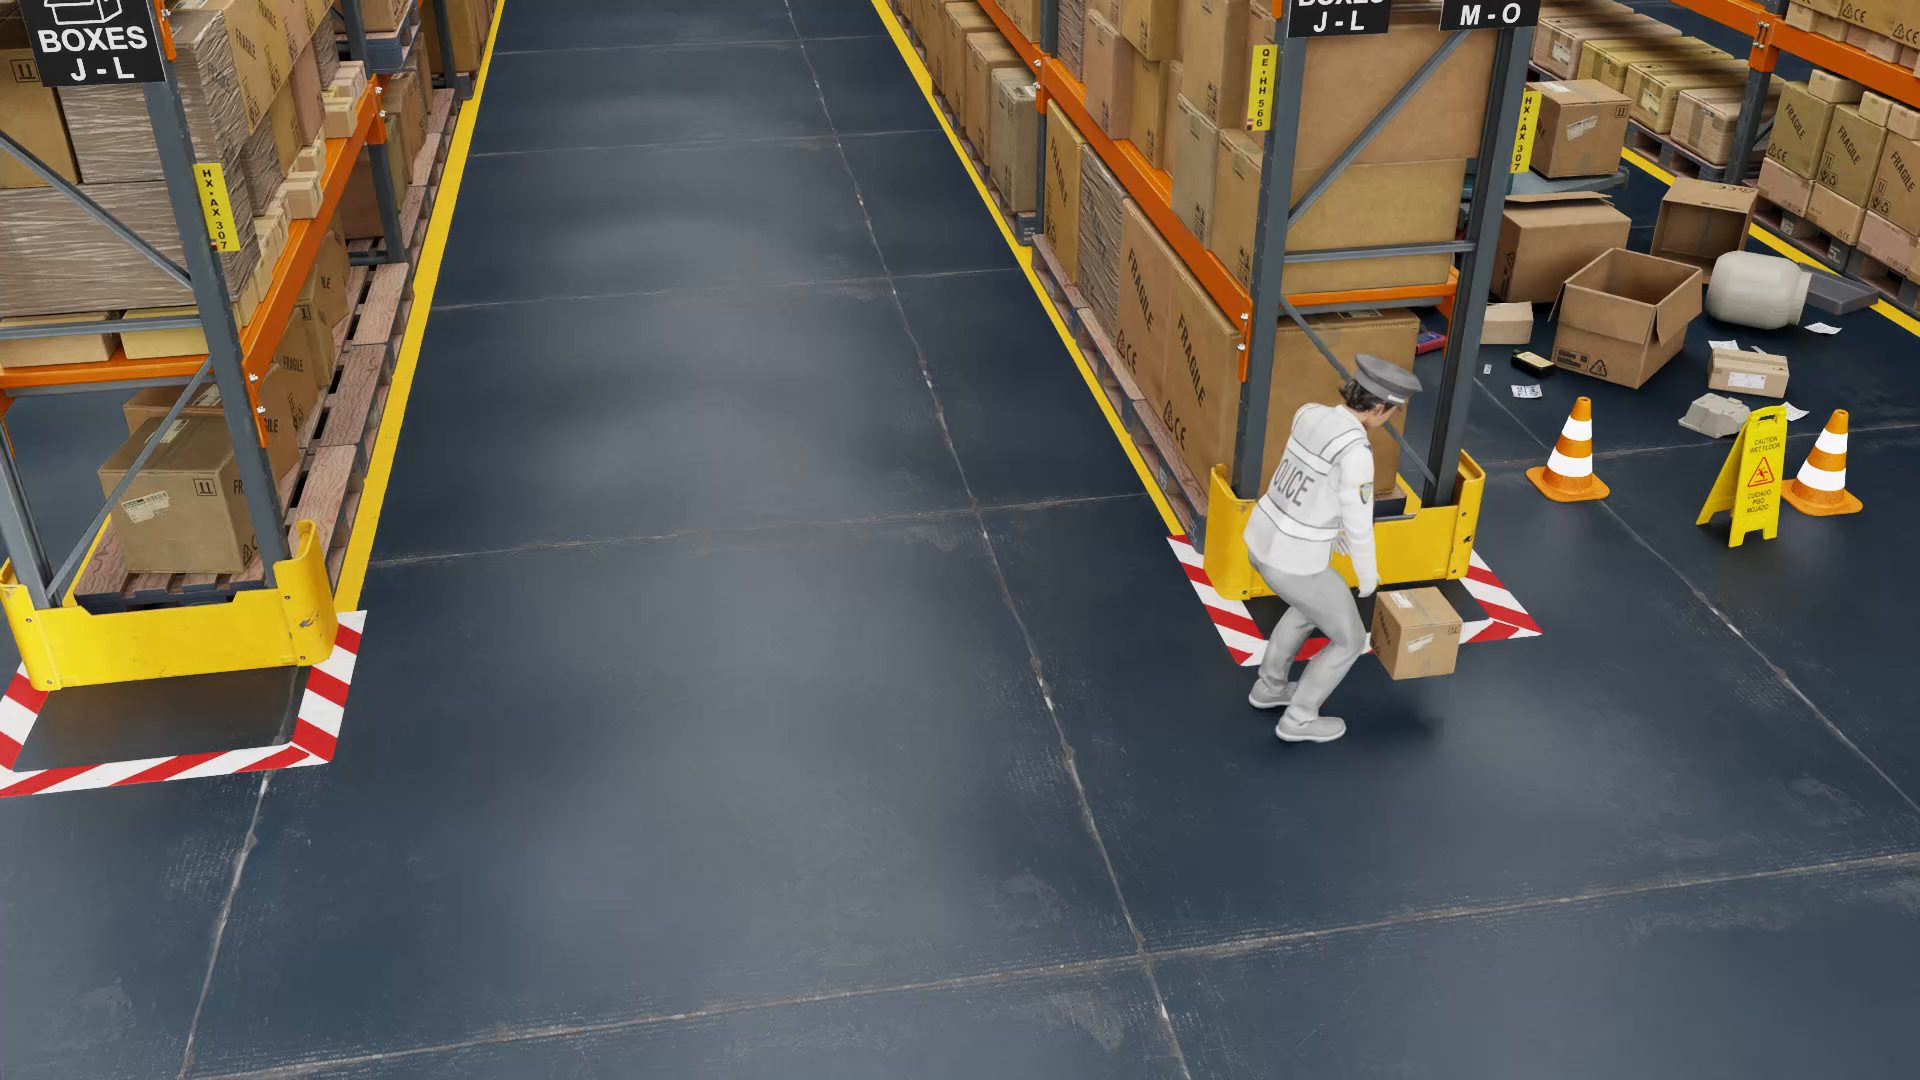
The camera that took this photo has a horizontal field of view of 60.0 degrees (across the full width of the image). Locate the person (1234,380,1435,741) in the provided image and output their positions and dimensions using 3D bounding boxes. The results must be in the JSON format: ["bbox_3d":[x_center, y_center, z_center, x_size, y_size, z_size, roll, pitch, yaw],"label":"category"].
[{"bbox_3d":[1.367,0.079,6.263,0.691,1.404,0.535,-7,32,-12],"label":"person"}]
